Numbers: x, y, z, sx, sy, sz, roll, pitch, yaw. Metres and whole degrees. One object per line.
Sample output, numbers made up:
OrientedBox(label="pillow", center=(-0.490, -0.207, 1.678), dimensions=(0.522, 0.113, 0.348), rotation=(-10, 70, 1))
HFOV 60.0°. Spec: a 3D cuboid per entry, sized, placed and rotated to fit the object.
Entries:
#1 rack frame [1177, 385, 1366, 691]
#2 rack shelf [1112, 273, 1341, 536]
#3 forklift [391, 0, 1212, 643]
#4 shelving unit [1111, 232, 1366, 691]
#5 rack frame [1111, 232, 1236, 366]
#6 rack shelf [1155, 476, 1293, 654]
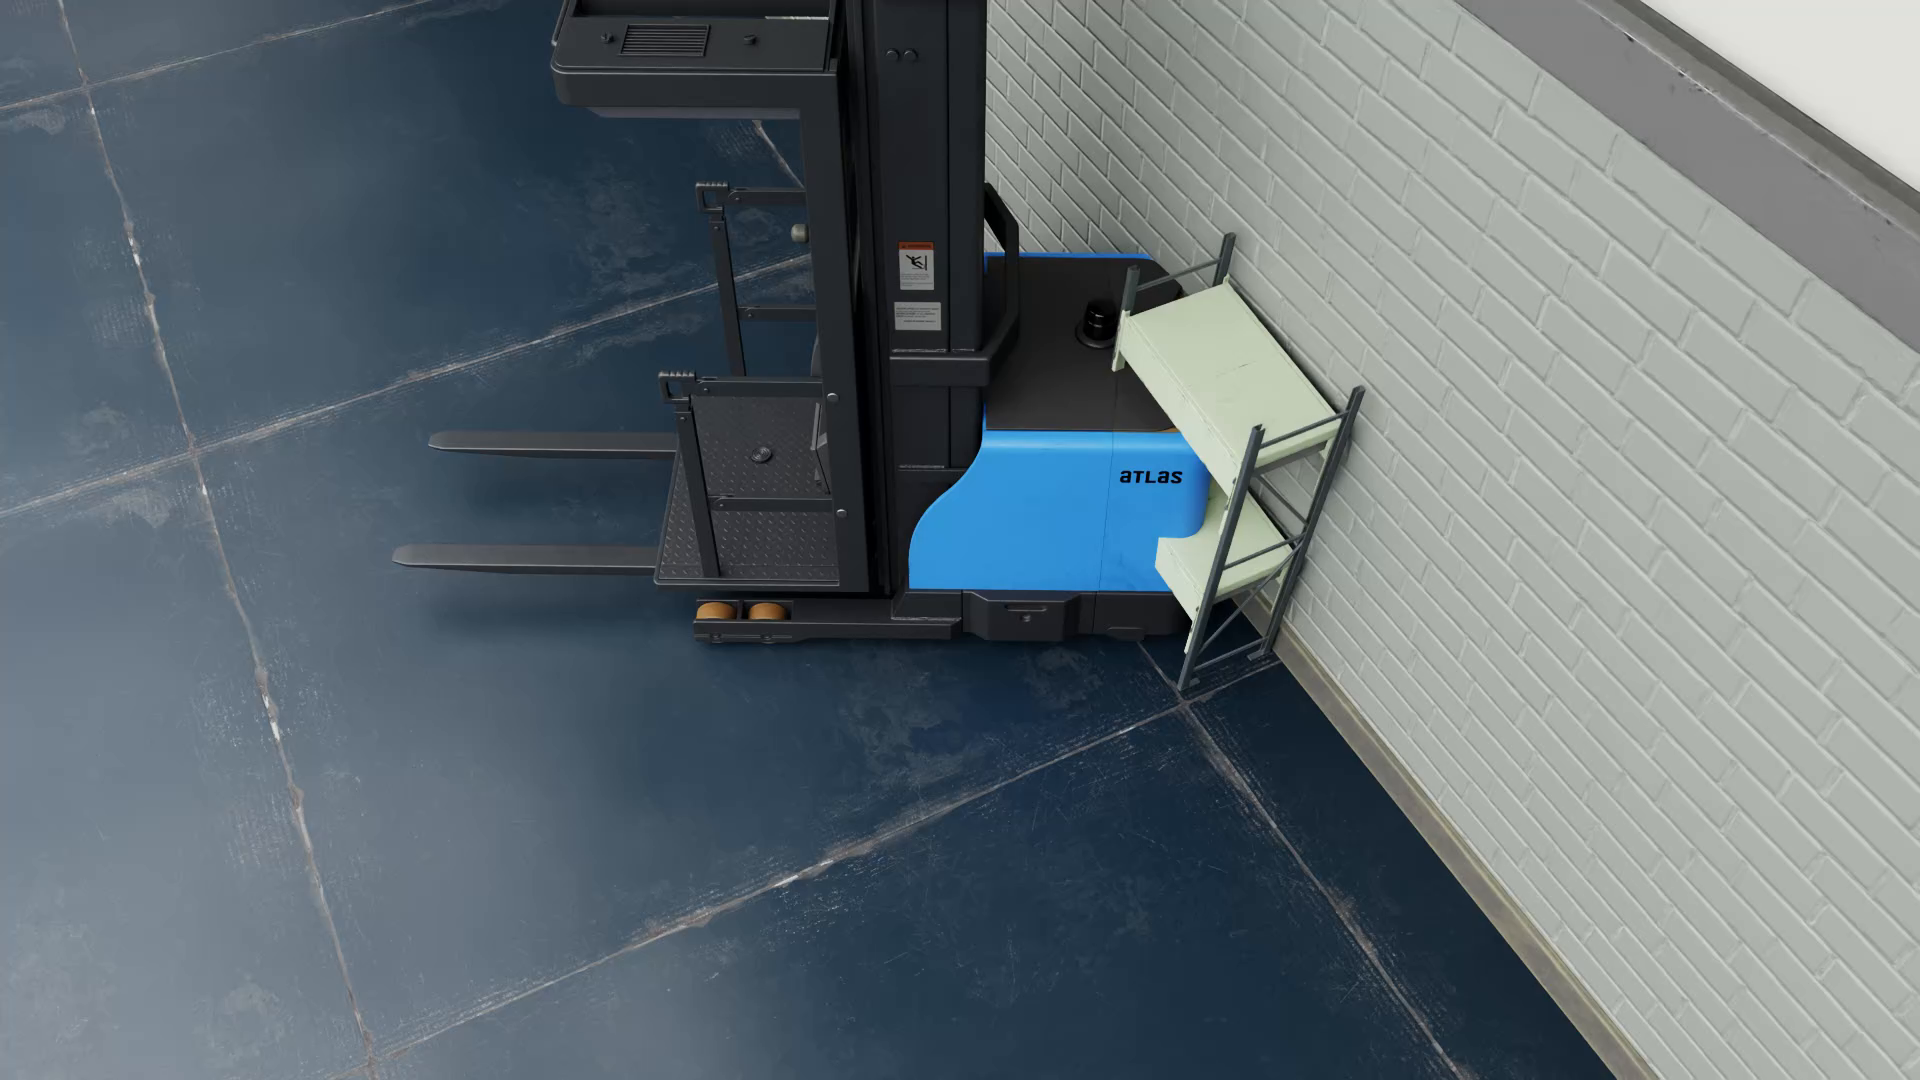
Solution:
OrientedBox(label="rack frame", center=(1.020, 0.044, 5.613), dimensions=(0.400, 1.500, 0.023), rotation=(-21, 58, -17))
OrientedBox(label="rack shelf", center=(0.871, -0.454, 5.483), dimensions=(0.431, 0.370, 0.720), rotation=(-21, 58, -17))
OrientedBox(label="forklift", center=(-0.630, -0.973, 5.546), dimensions=(3.031, 2.935, 1.130), rotation=(1, 49, 1))
OrientedBox(label="shelving unit", center=(0.853, -0.224, 5.799), dimensions=(0.431, 1.500, 0.755), rotation=(-21, 58, -17))
OrientedBox(label="rack frame", center=(0.687, -0.492, 5.984), dimensions=(0.400, 1.500, 0.023), rotation=(-21, 58, -17))
OrientedBox(label="rack shelf", center=(0.839, -0.033, 6.062), dimensions=(0.431, 0.370, 0.720), rotation=(-21, 58, -17))
